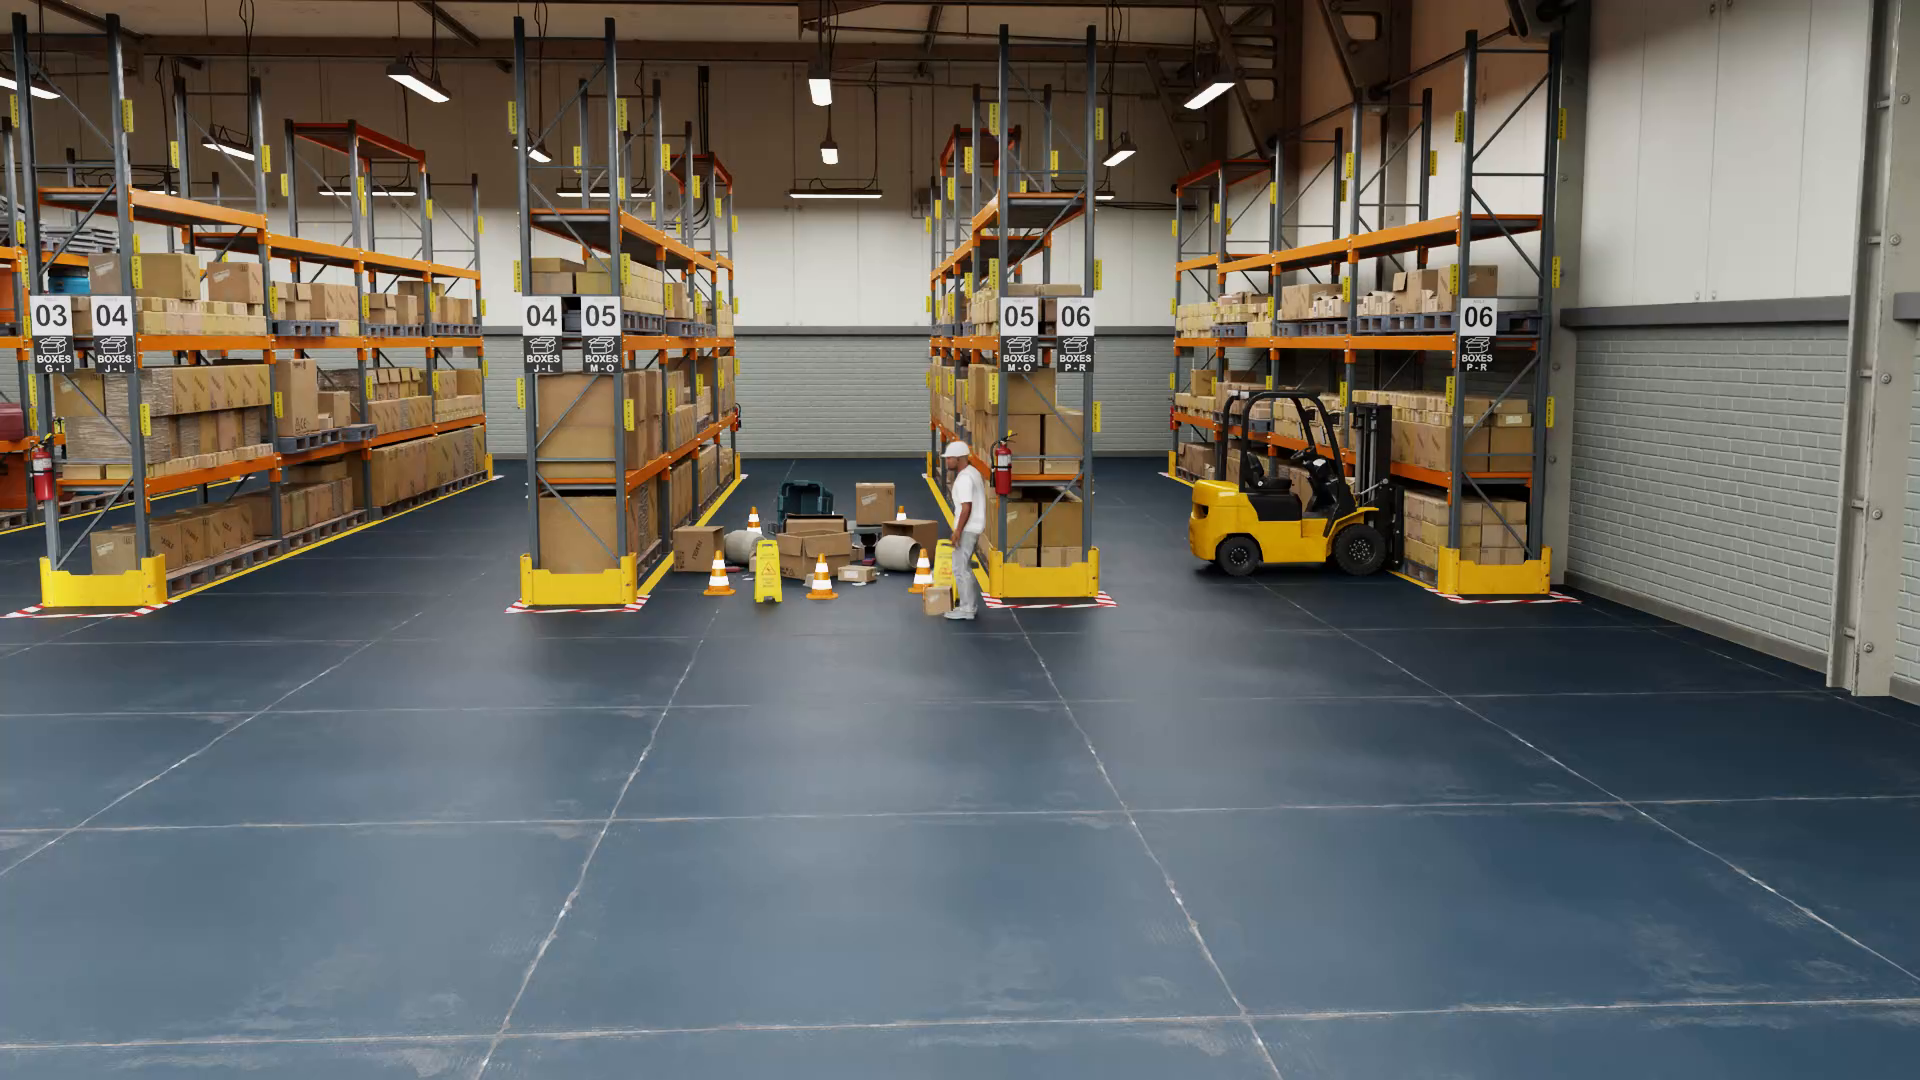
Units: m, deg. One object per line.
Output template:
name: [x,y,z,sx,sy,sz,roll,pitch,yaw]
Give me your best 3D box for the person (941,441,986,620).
person: [0.035,-0.102,16.513,0.449,1.762,0.607,1,7,6]
